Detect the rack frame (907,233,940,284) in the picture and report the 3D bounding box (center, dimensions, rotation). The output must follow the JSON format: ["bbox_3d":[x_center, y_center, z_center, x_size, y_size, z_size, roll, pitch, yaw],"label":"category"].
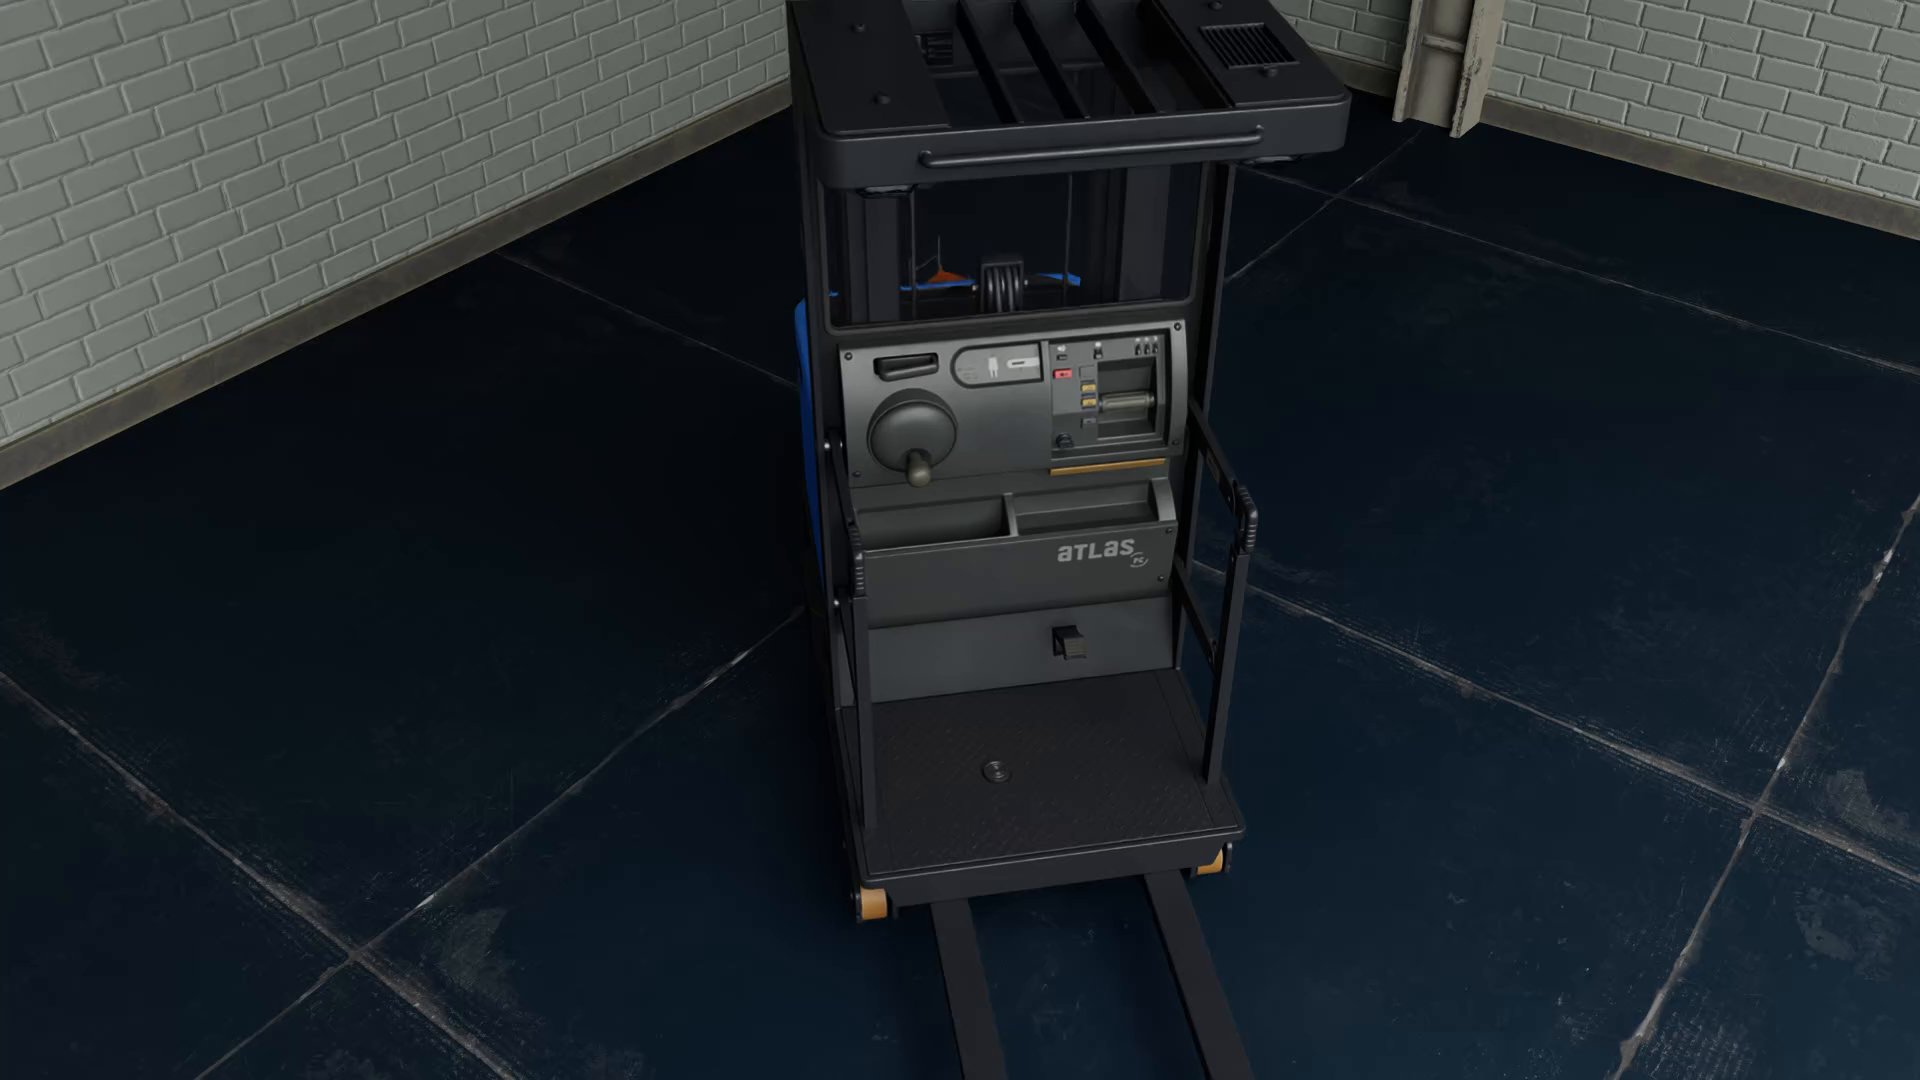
[{"bbox_3d":[-0.130,-0.631,6.204,0.008,1.050,0.200,22,43,25],"label":"rack frame"}]

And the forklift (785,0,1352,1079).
[{"bbox_3d":[0.187,-0.295,4.249,1.130,2.935,3.031,-6,38,-8],"label":"forklift"}]

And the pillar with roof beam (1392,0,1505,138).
[{"bbox_3d":[0.027,-3.767,3.762,0.400,9.000,9.100,25,45,29],"label":"pillar with roof beam"}]

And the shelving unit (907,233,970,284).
[{"bbox_3d":[-0.027,-0.590,6.152,0.252,1.050,0.215,22,43,25],"label":"shelving unit"}]

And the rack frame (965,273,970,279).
[{"bbox_3d":[0.076,-0.550,6.101,0.008,1.050,0.200,22,43,25],"label":"rack frame"}]

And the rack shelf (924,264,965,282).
[{"bbox_3d":[-0.027,-0.806,5.984,0.240,0.259,0.215,22,43,25],"label":"rack shelf"}]
